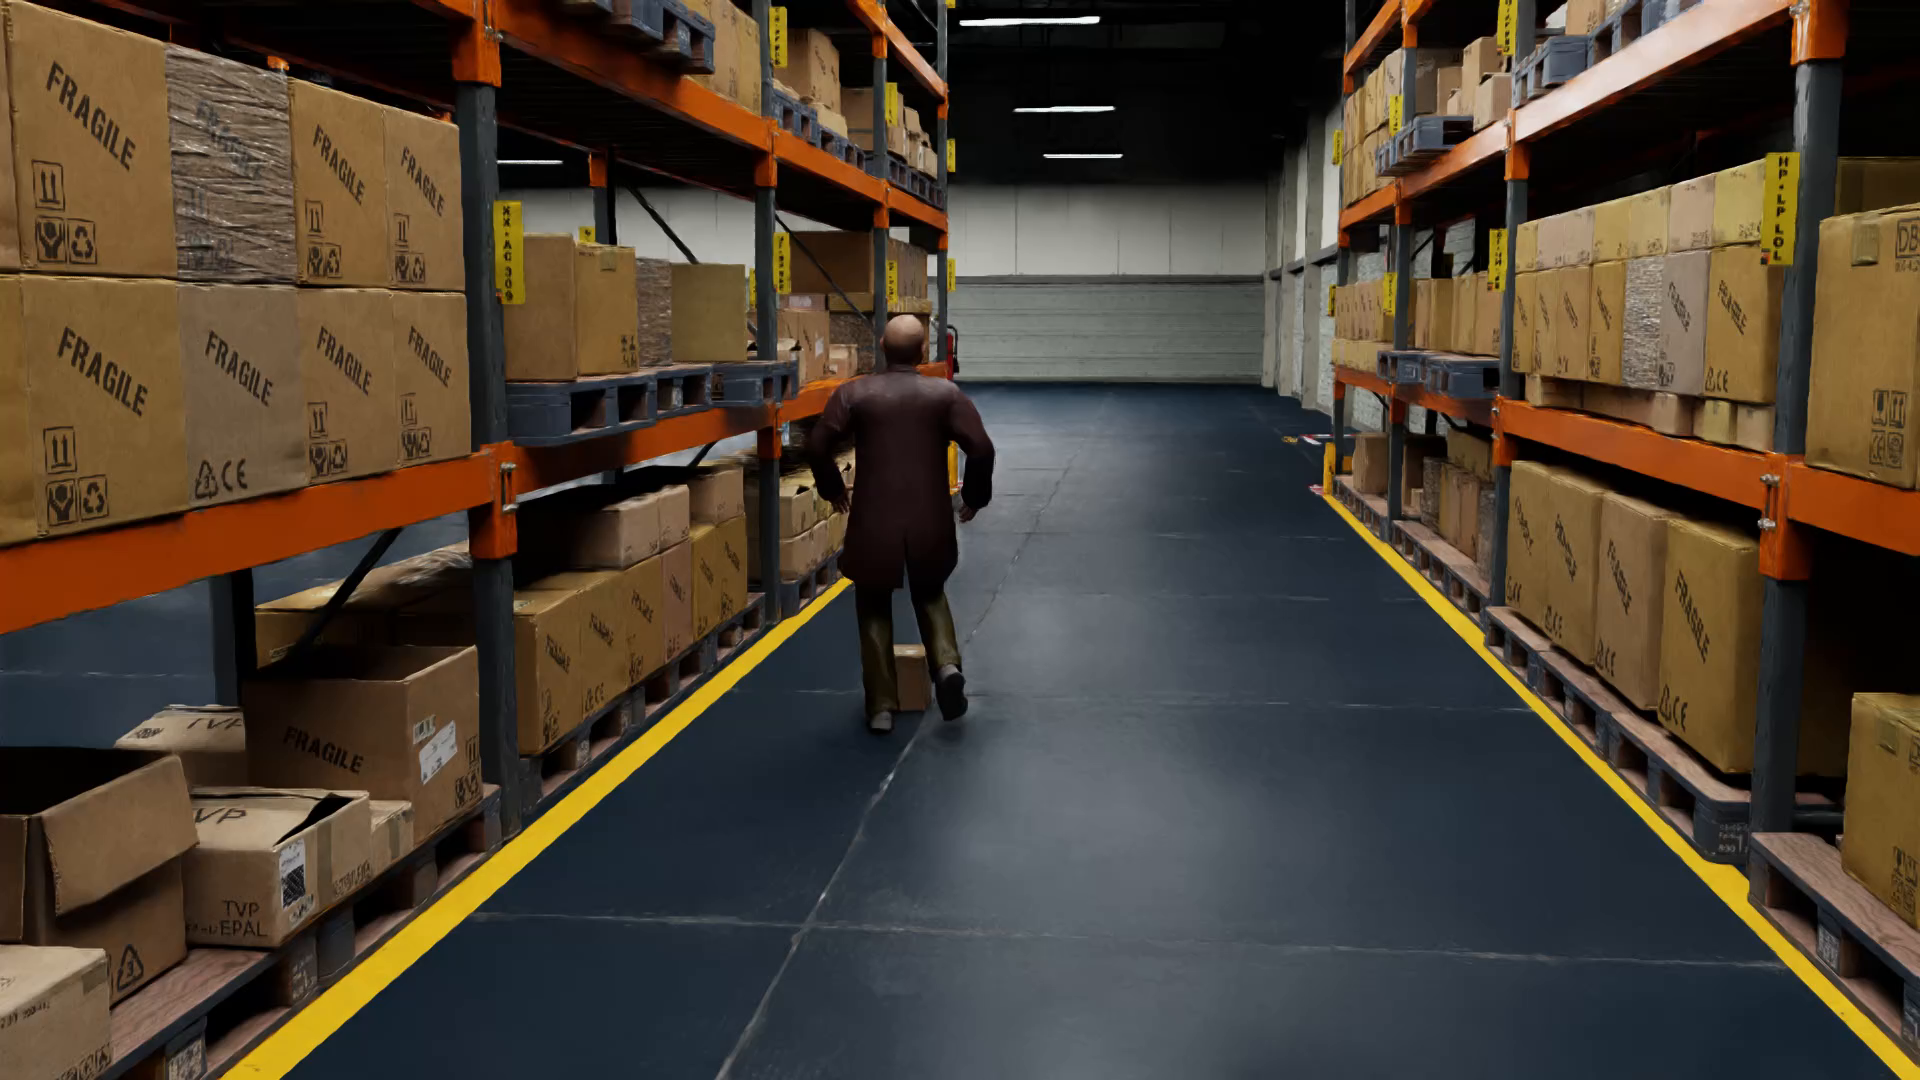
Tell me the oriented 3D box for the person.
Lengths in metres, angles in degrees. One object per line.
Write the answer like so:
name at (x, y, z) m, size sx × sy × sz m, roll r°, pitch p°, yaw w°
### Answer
person at (-0.262, -0.069, 7.001) m, size 0.788 × 1.749 × 0.519 m, roll -1°, pitch 8°, yaw -8°
